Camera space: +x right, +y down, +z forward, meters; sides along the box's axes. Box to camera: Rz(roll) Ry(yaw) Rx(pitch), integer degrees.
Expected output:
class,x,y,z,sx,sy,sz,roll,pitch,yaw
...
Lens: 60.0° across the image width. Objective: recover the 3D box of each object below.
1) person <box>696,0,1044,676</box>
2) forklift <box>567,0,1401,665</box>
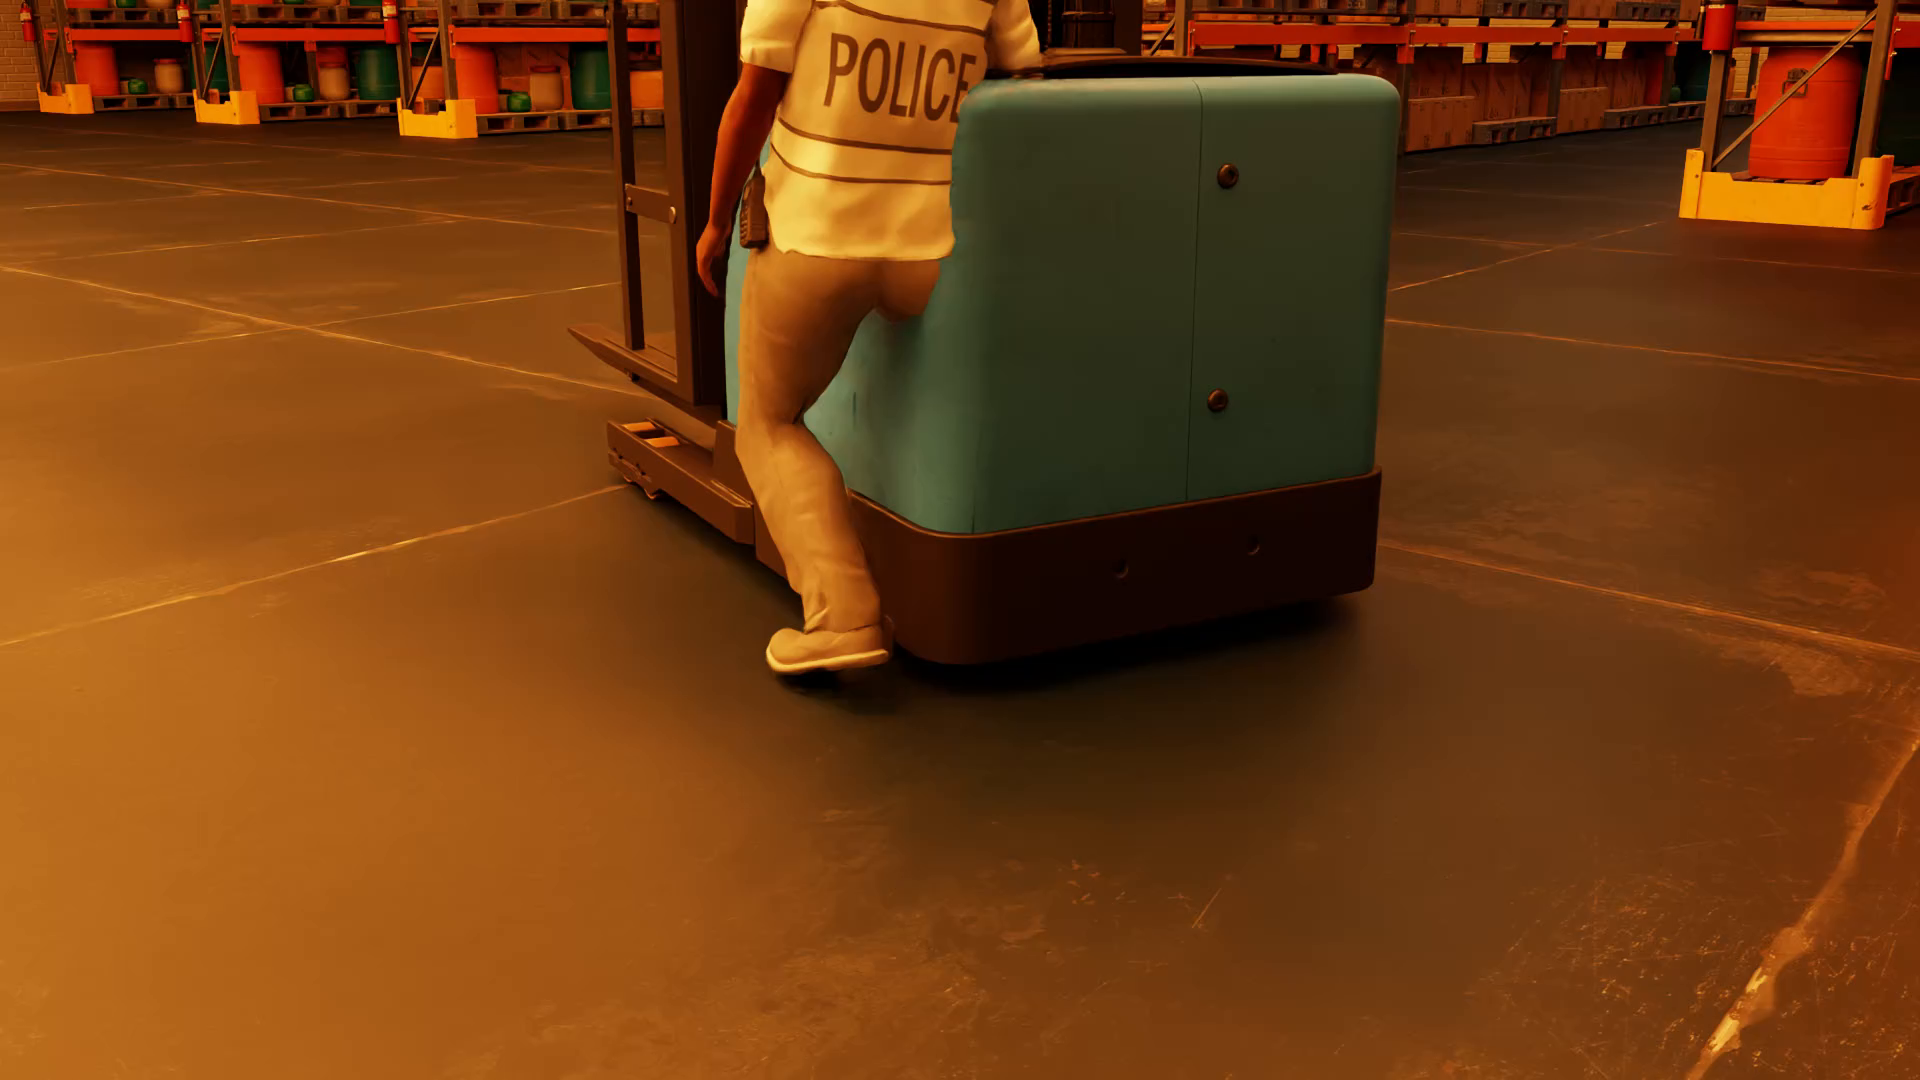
class,x,y,z,sx,sy,sz,roll,pitch,yaw
person,-0.143,-0.553,2.966,0.654,1.614,0.575,-7,18,-21
forklift,-0.288,-1.559,4.031,1.130,2.935,3.031,-9,19,-27
